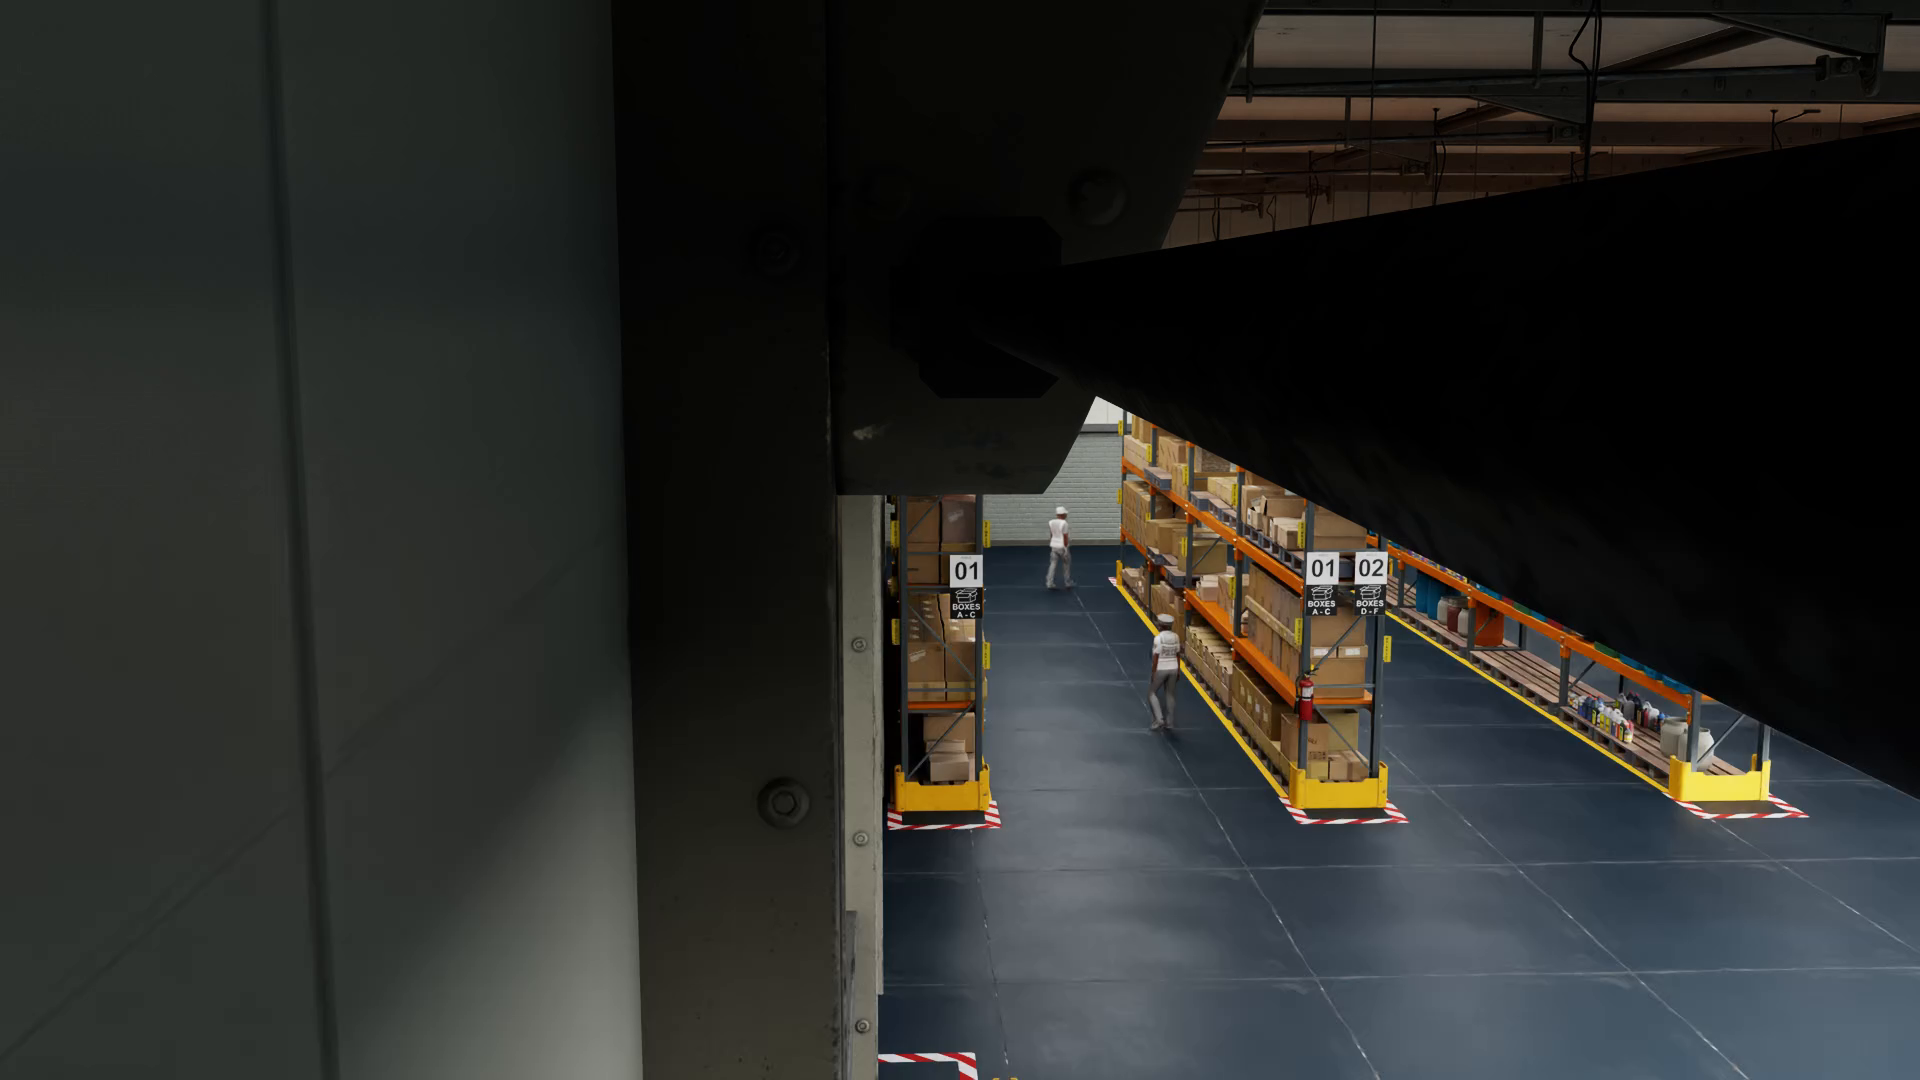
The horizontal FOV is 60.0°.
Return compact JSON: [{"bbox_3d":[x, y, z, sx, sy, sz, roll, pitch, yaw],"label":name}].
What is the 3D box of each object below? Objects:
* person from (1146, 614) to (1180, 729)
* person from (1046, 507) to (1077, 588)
[{"bbox_3d":[2.990,1.941,24.348,0.501,1.708,0.365,-4,9,-25],"label":"person"},{"bbox_3d":[2.211,0.151,35.922,0.572,1.759,0.837,8,12,43],"label":"person"}]
